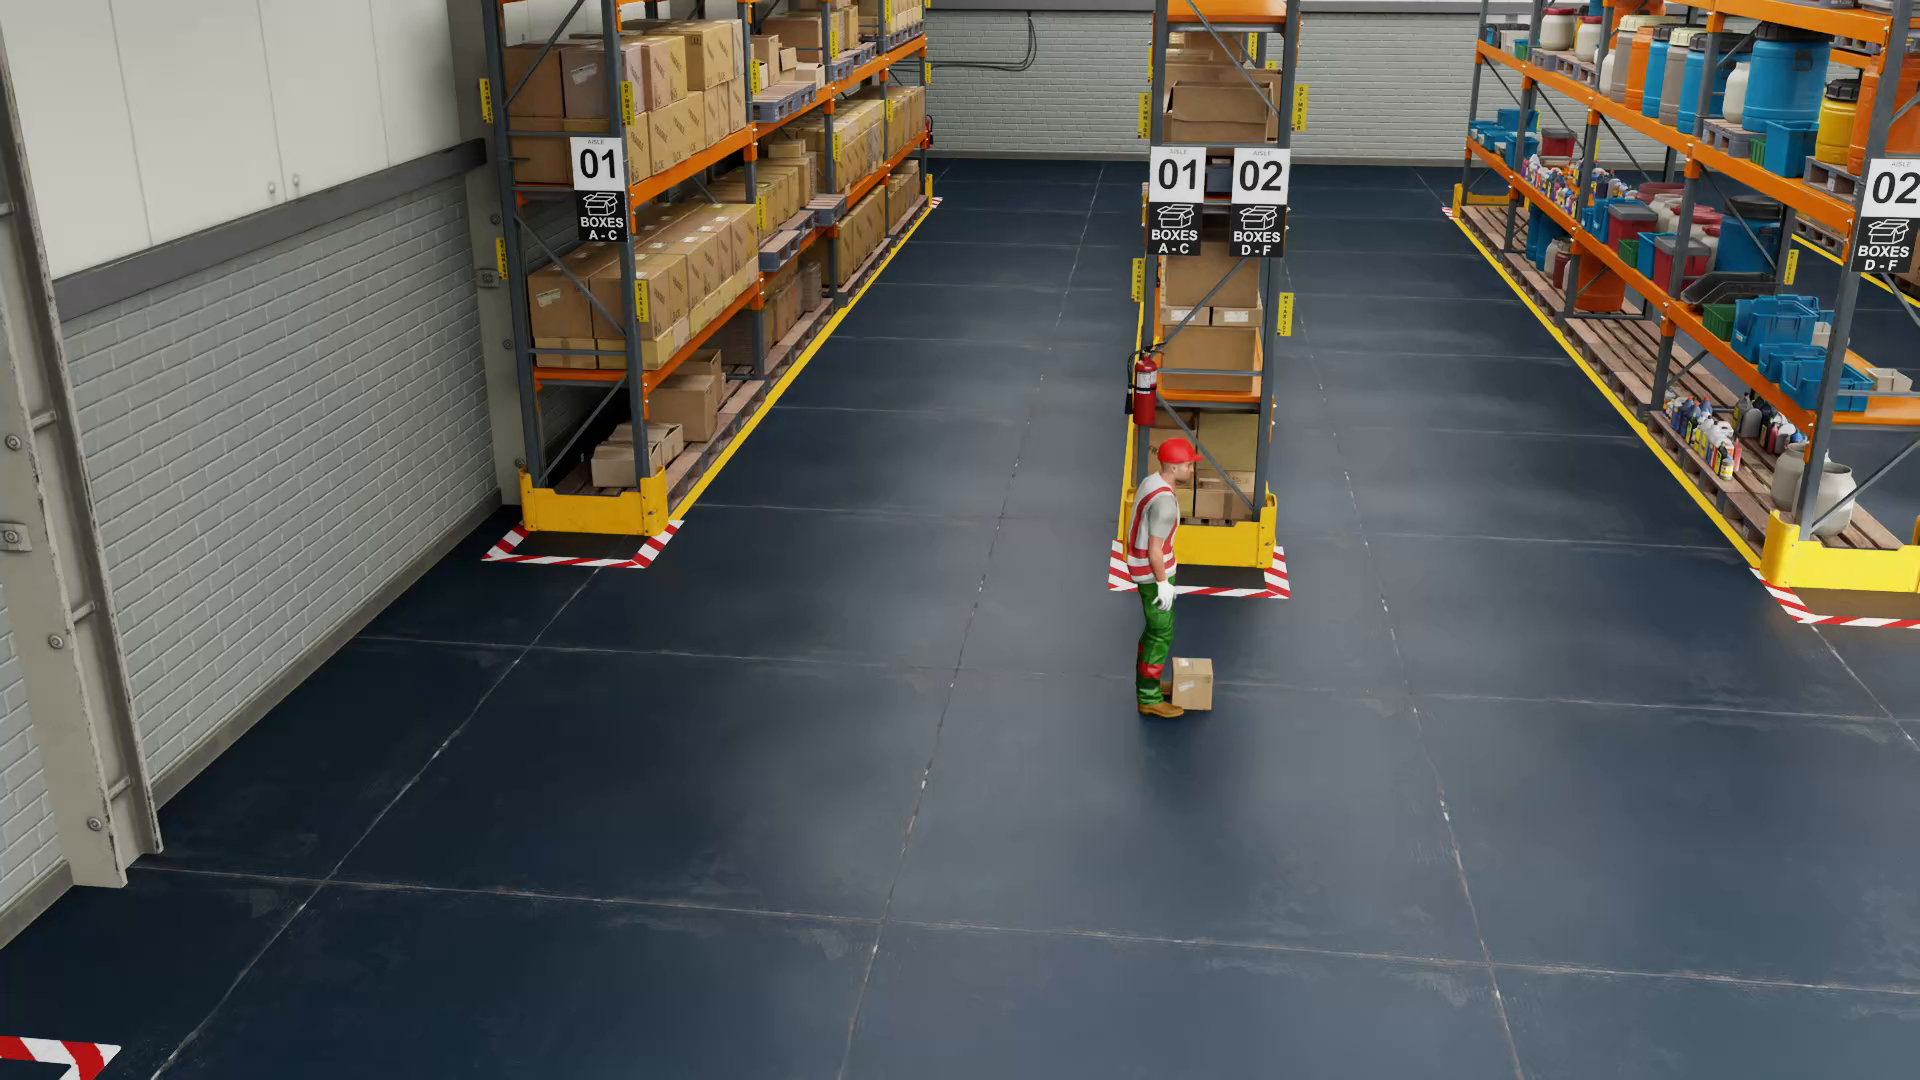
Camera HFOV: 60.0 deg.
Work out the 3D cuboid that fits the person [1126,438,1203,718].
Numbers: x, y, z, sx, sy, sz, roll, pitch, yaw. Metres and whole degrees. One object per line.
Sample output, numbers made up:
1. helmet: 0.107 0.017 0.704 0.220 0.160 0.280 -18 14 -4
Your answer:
1. person: 1.272 0.212 10.510 0.453 1.777 0.604 2 21 4
